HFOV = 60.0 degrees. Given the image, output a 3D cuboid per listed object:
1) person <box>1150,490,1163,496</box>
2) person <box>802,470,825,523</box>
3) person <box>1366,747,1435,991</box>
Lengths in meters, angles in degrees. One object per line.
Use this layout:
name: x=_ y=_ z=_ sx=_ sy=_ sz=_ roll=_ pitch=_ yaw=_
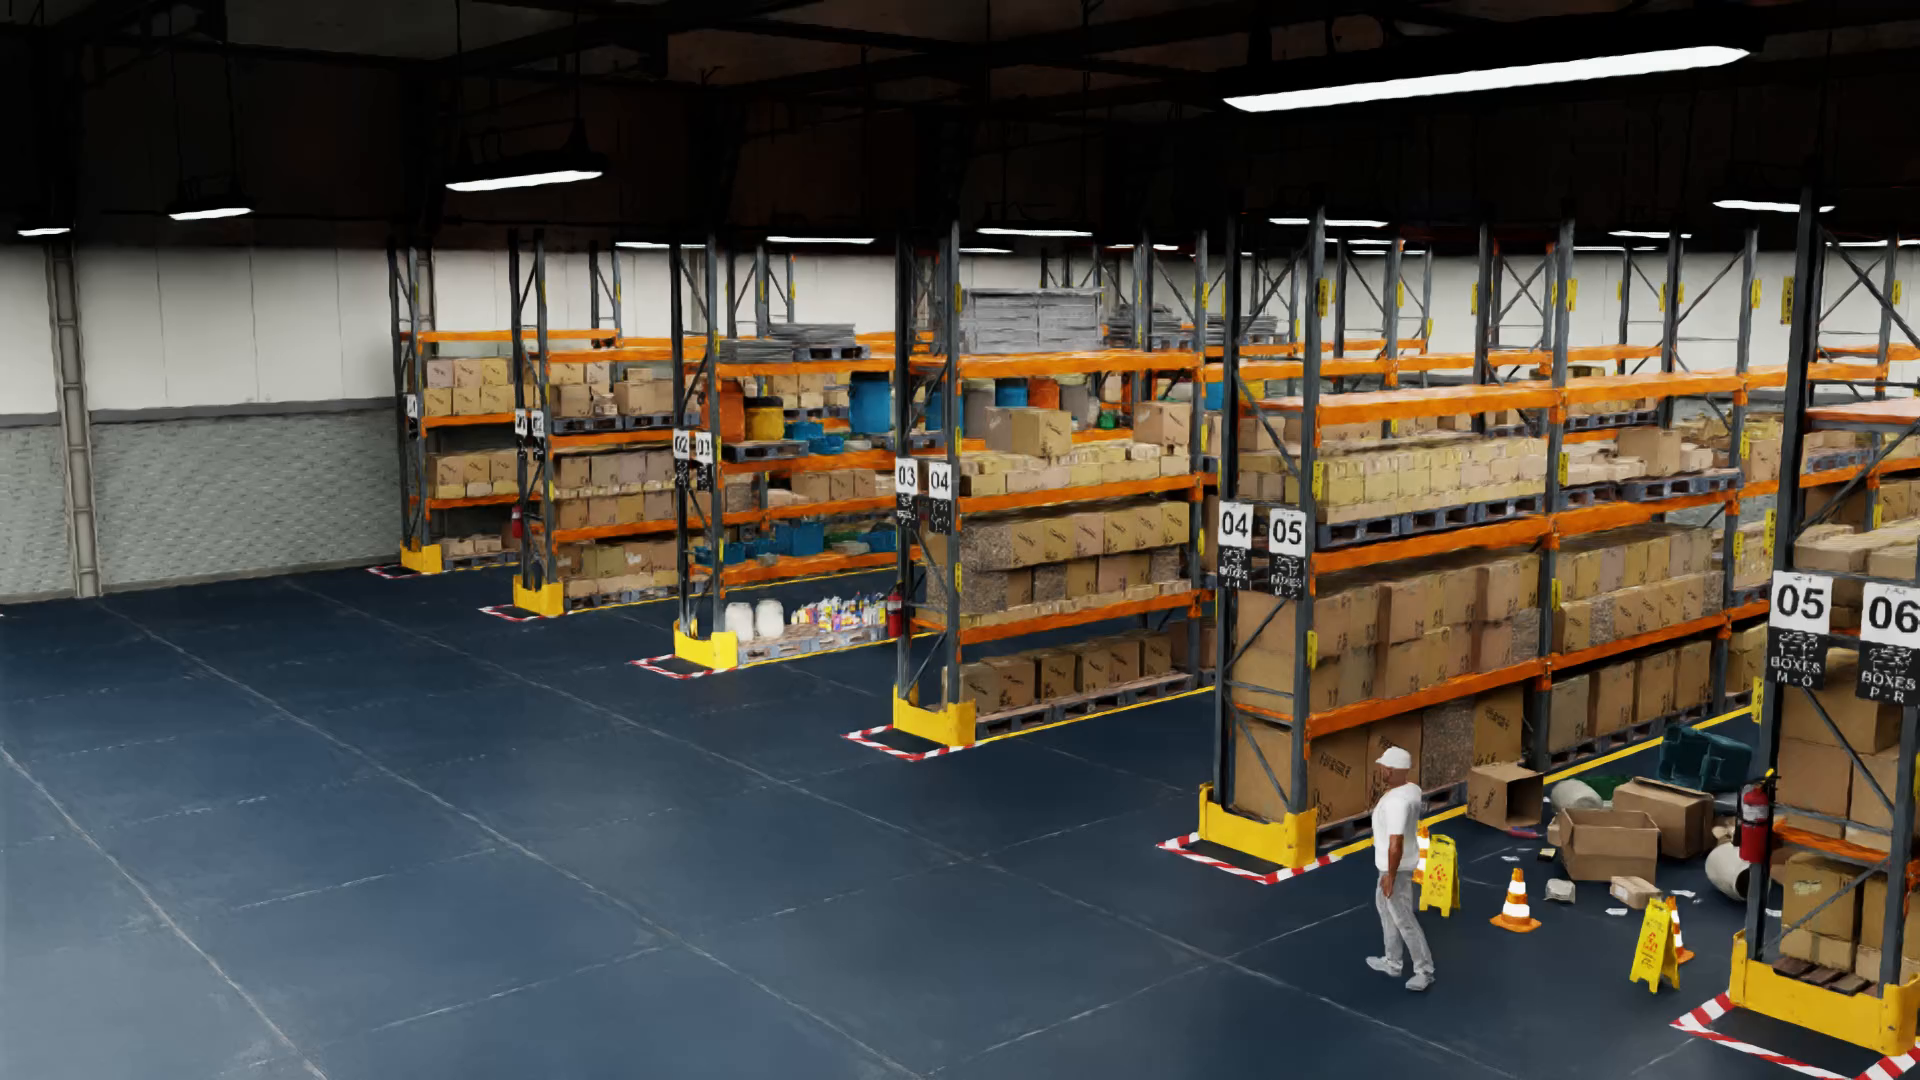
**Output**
person: x=3.748 y=-0.707 z=32.792 sx=0.578 sy=1.714 sz=0.719 roll=-8 pitch=12 yaw=-41
person: x=-2.878 y=-0.570 z=32.134 sx=1.086 sy=1.589 sz=0.495 roll=-7 pitch=11 yaw=-37
person: x=3.313 y=2.420 z=12.403 sx=0.541 sy=1.760 sz=0.660 roll=4 pitch=10 yaw=23
